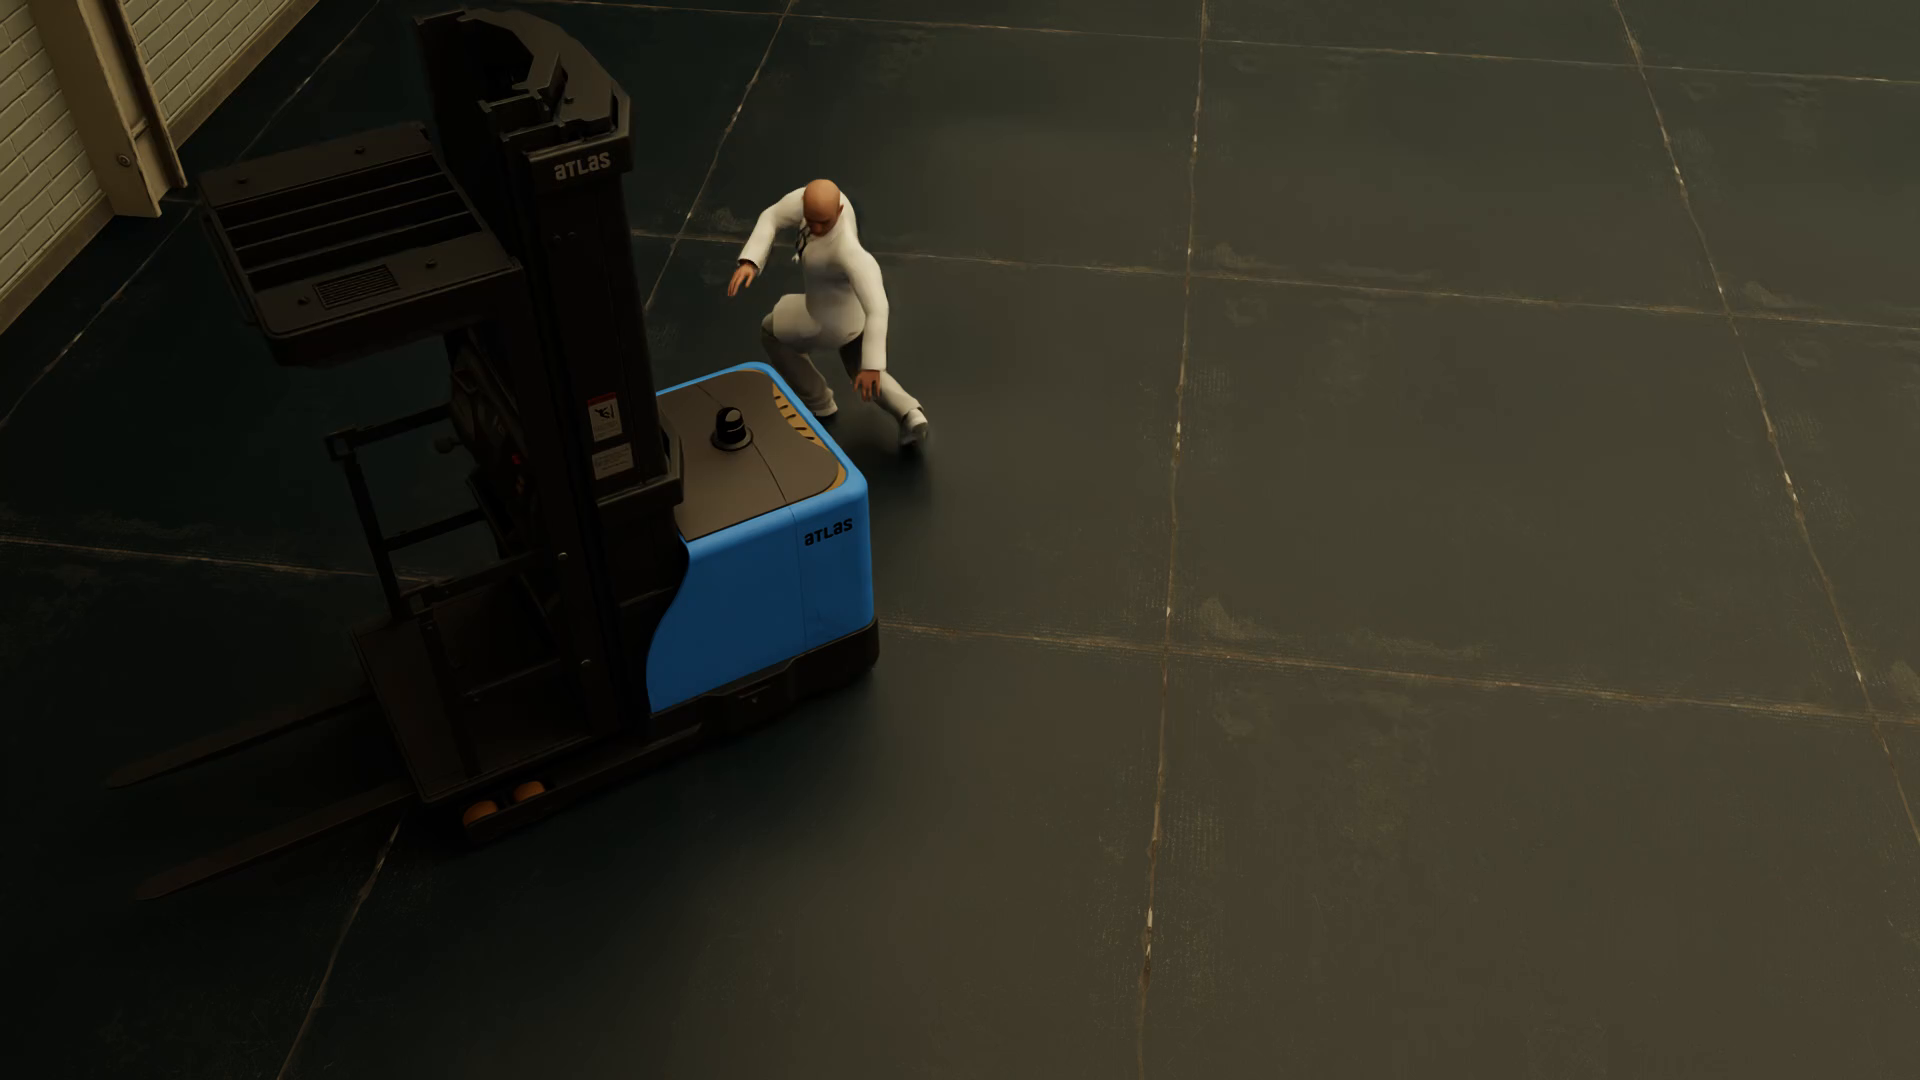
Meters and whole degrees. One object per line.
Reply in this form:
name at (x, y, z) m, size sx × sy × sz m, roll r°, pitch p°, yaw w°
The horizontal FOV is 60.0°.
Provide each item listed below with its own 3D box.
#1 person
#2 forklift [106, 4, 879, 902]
person at (-0.581, -1.060, 7.975) m, size 0.973 × 1.537 × 0.723 m, roll 16°, pitch 45°, yaw 16°
forklift at (-1.885, -0.297, 6.047) m, size 3.031 × 2.935 × 1.130 m, roll -22°, pitch 47°, yaw -22°
